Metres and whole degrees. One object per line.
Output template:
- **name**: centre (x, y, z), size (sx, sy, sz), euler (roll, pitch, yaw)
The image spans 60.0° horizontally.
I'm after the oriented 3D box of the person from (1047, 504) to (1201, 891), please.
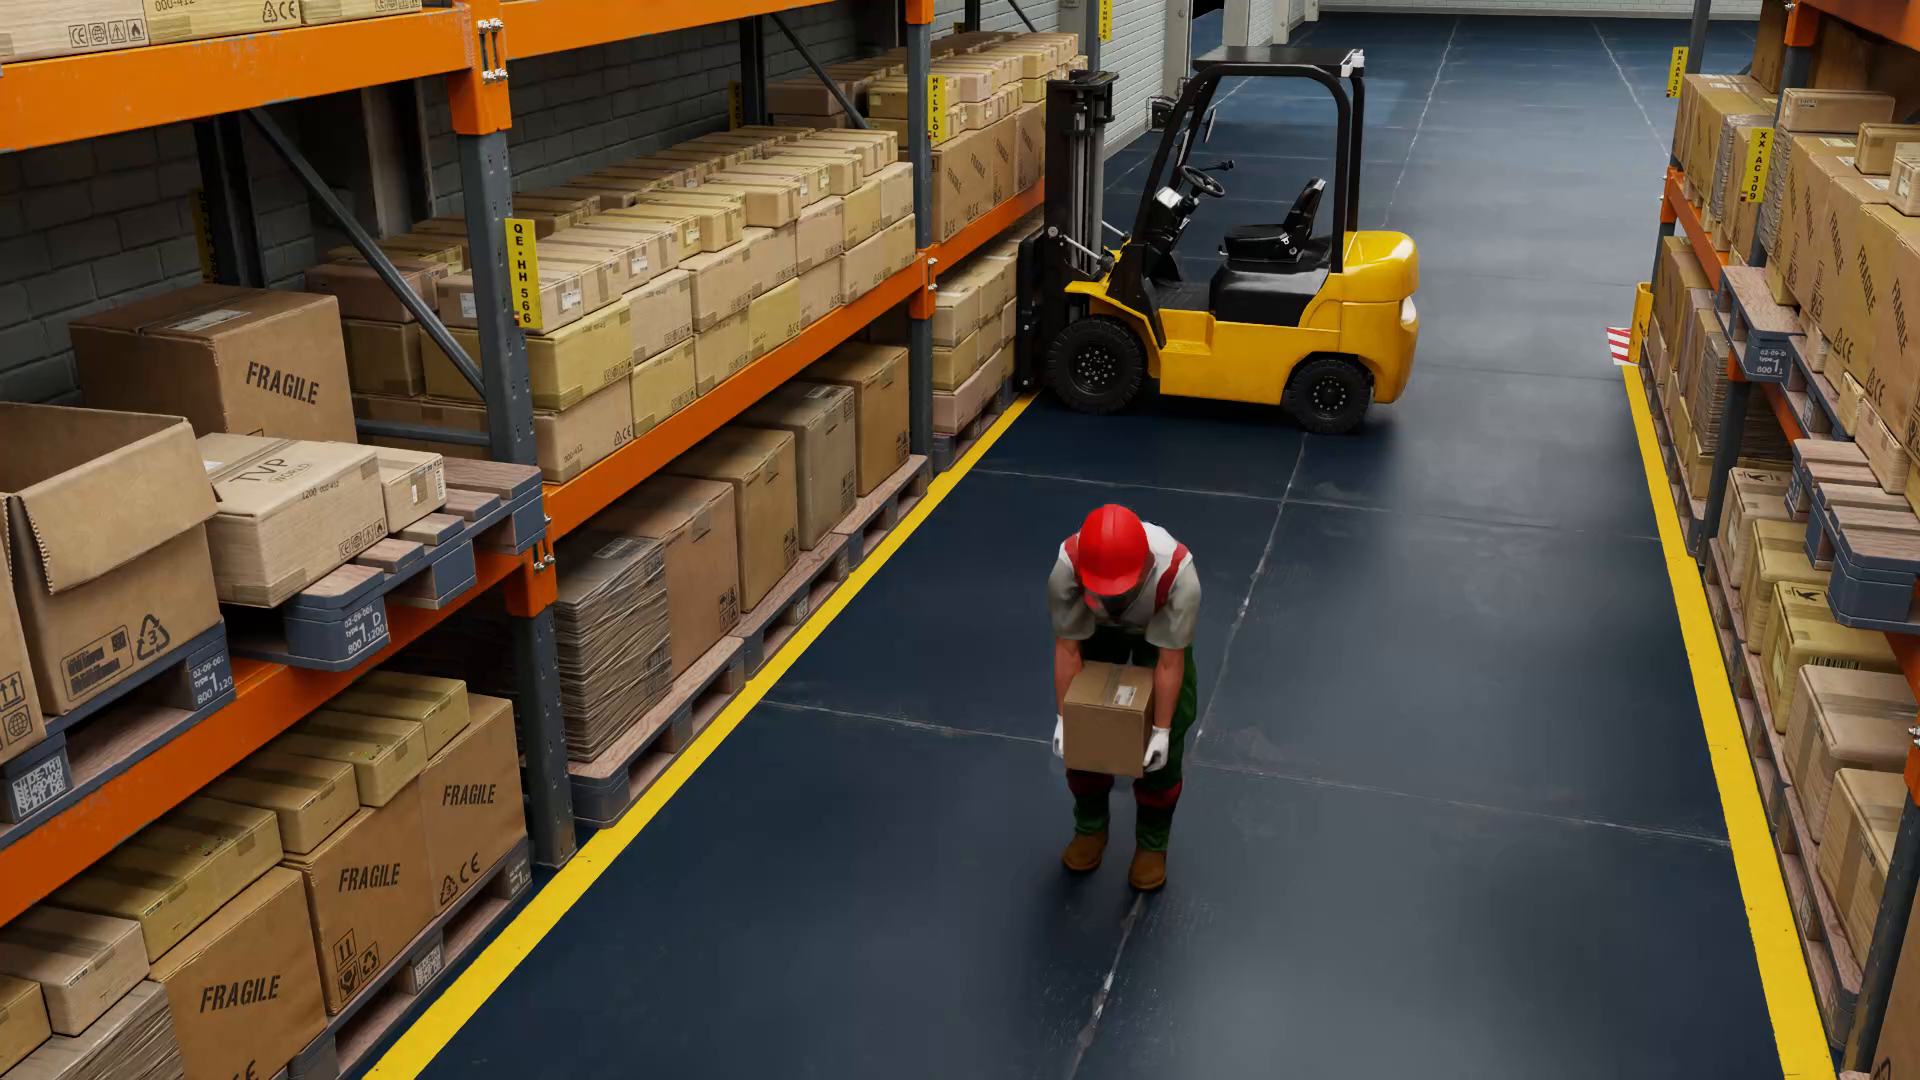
- **person**: centre (0.508, 0.479, 5.278), size (0.484, 1.472, 0.858), euler (6, 22, 14)
